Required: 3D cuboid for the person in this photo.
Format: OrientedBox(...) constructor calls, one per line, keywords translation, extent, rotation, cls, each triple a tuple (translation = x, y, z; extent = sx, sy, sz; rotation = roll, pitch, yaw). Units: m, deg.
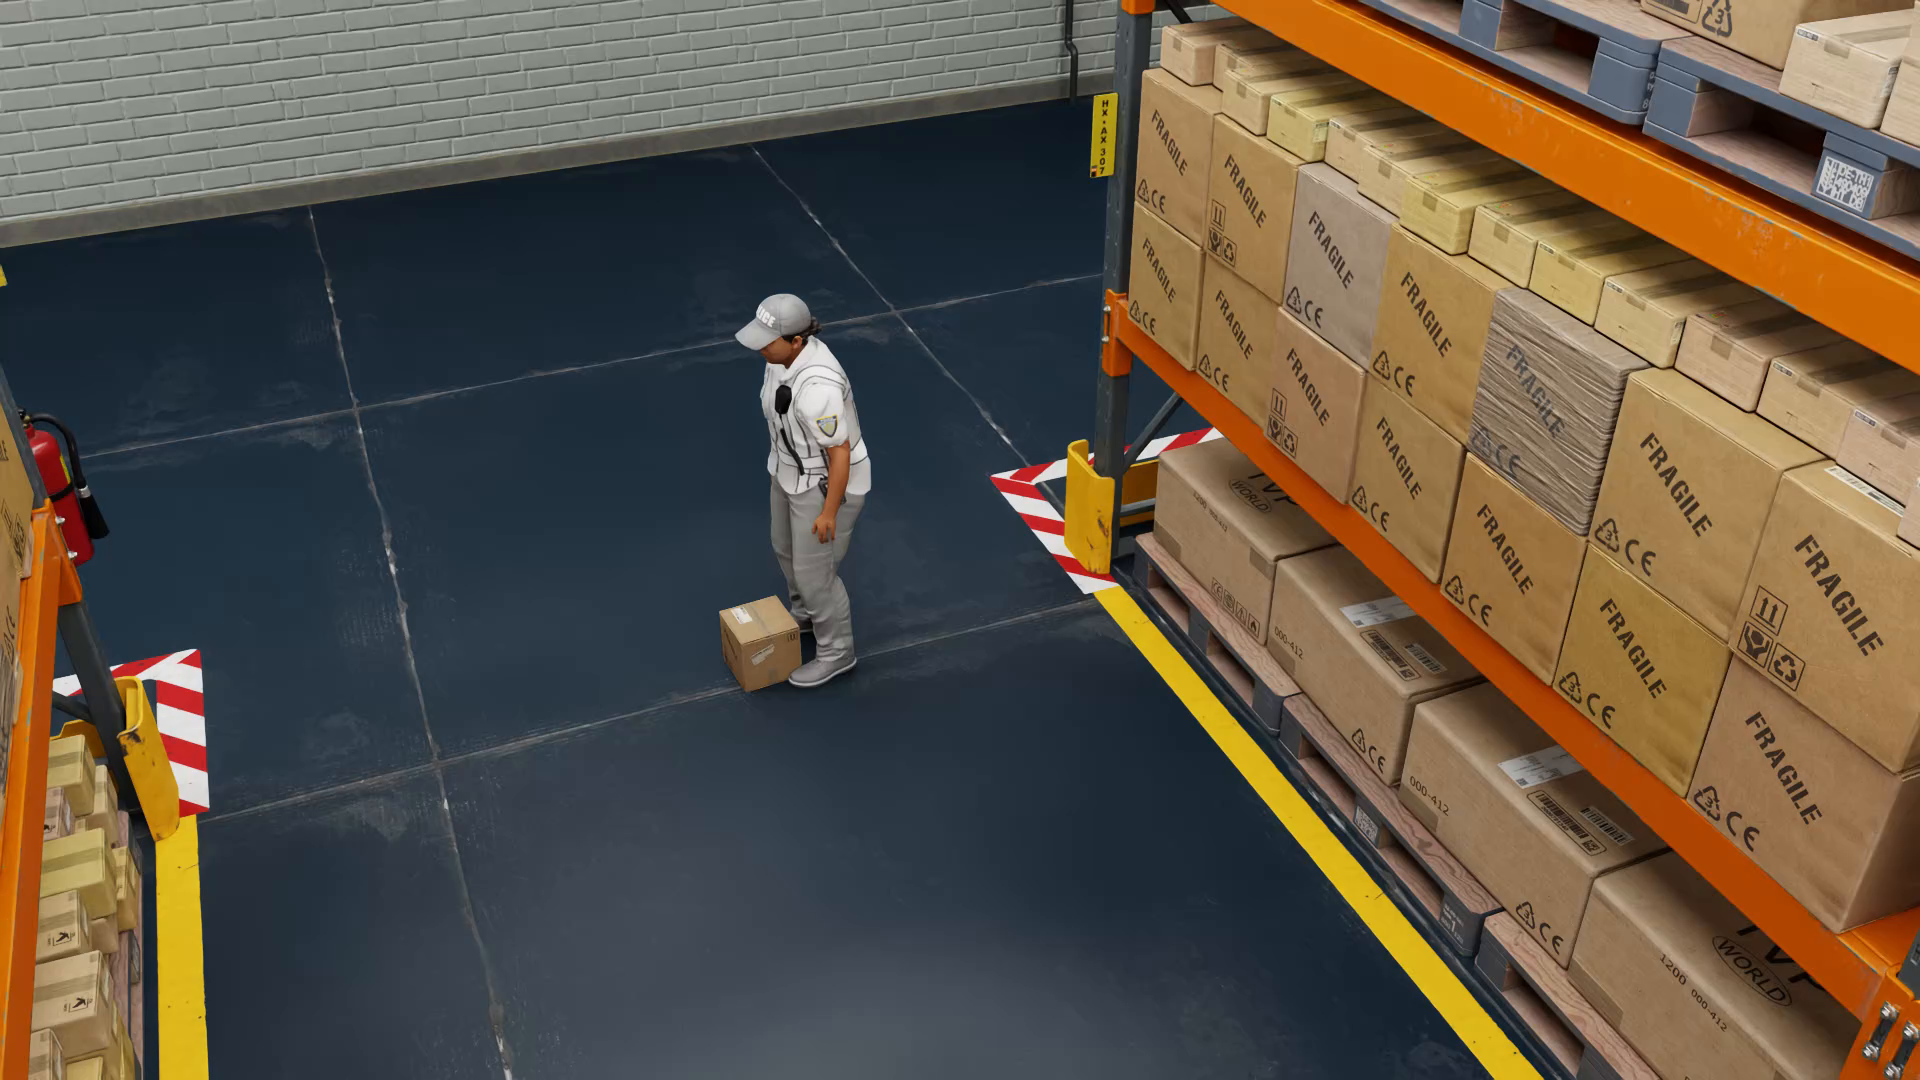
OrientedBox(translation=(-0.607, -0.214, 6.456), extent=(0.469, 1.666, 0.563), rotation=(-15, 37, -22), cls="person")
